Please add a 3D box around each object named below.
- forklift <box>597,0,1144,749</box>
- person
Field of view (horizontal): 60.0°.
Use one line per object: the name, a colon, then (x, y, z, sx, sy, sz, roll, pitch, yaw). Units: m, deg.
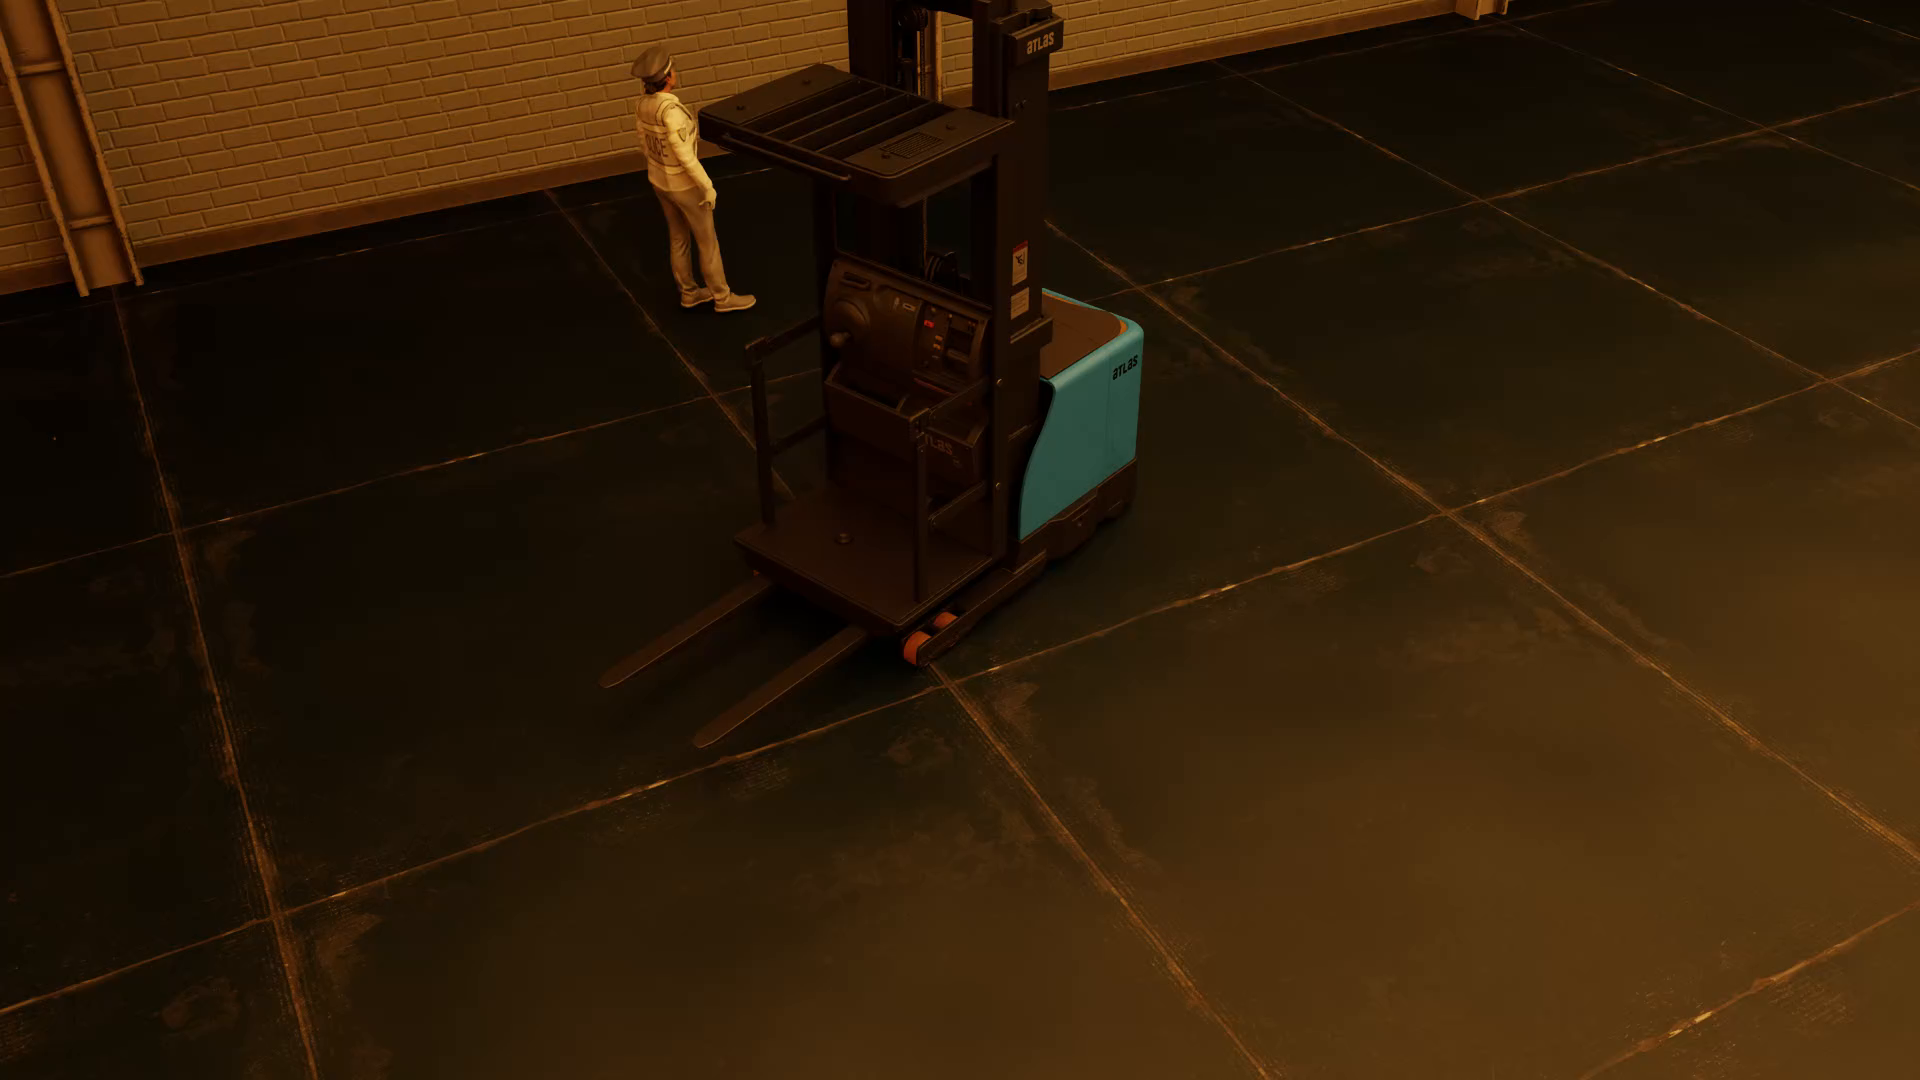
forklift: (-0.390, -0.927, 7.434, 1.130, 2.935, 3.031, 26, 43, 31)
person: (-1.692, -2.238, 10.348, 0.531, 1.694, 0.585, -28, 44, -34)
